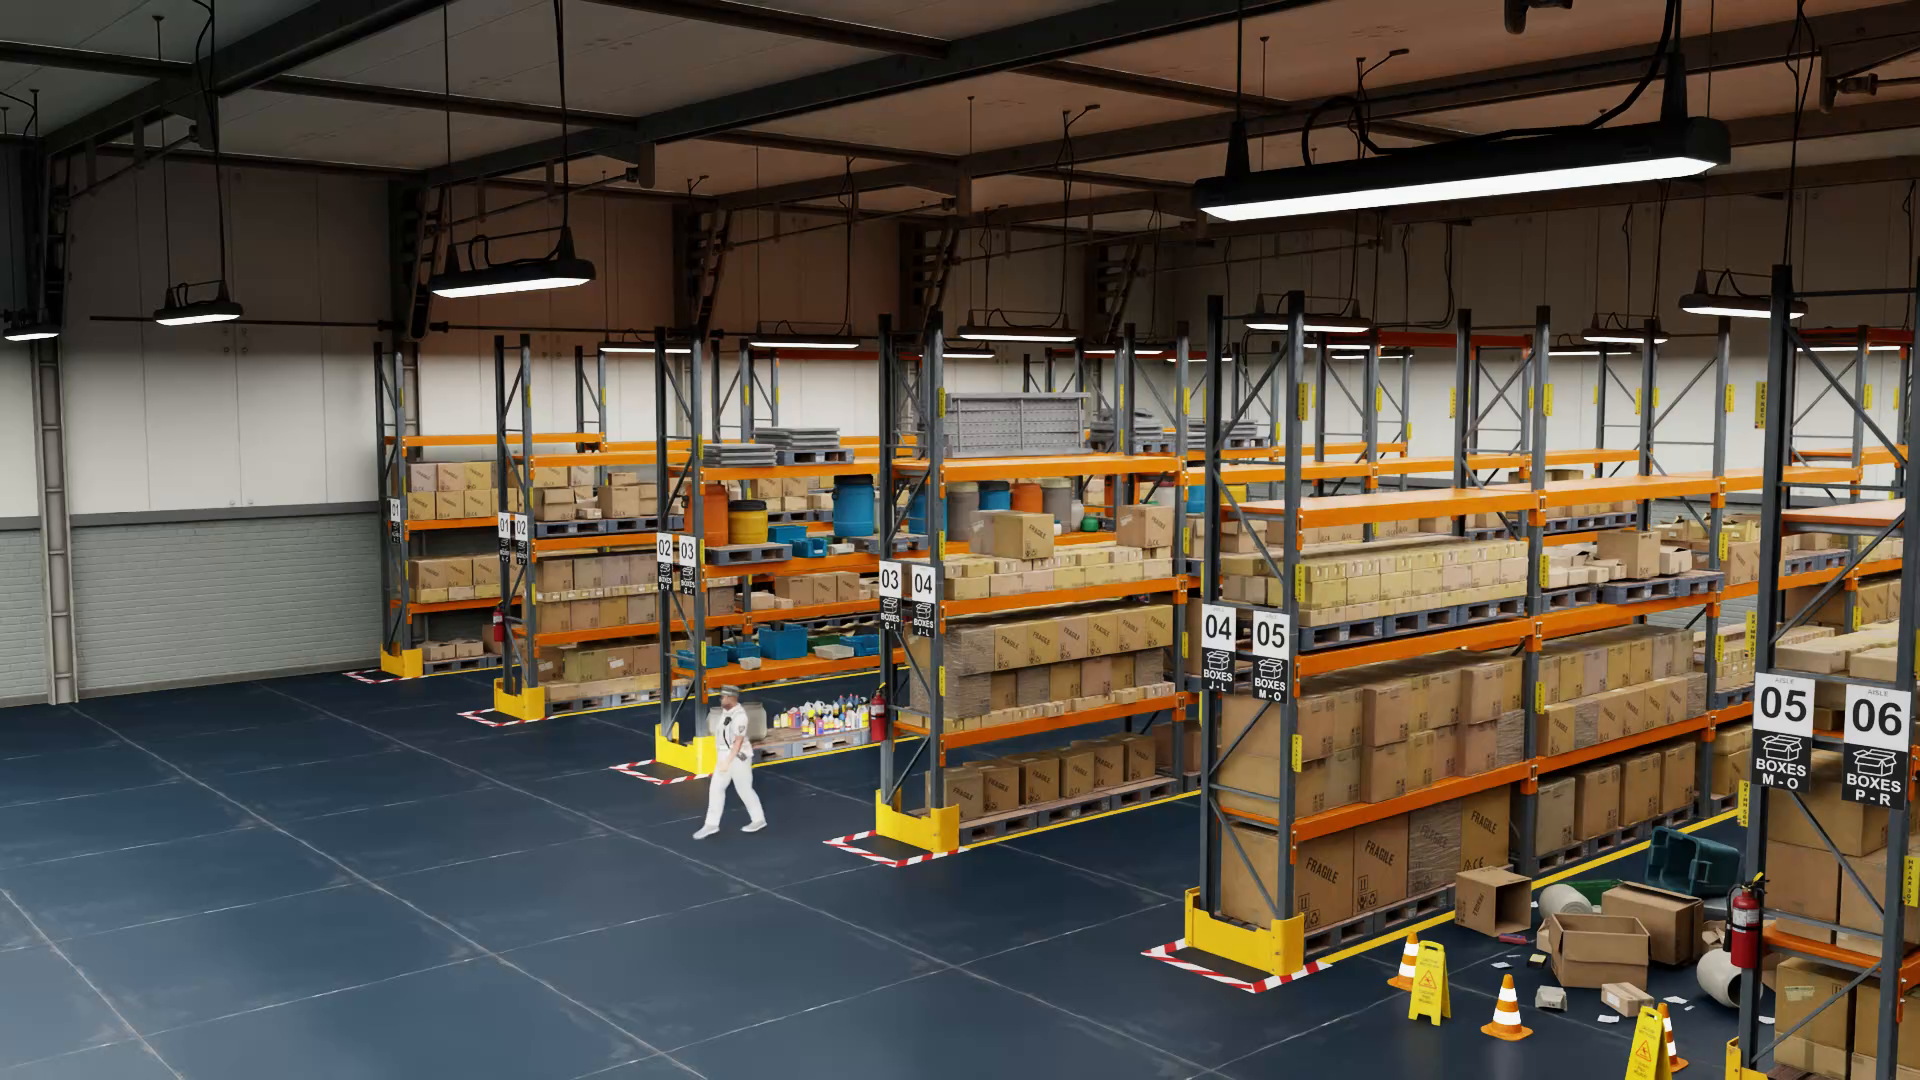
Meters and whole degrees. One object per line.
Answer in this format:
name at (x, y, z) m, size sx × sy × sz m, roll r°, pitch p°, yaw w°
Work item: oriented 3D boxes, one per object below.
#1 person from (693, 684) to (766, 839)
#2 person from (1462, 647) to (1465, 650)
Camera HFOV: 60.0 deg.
person at (-2.688, 2.546, 19.235) m, size 0.871 × 1.758 × 0.567 m, roll -4°, pitch 6°, yaw -36°
person at (6.678, 2.245, 22.532) m, size 1.074 × 1.715 × 0.531 m, roll -4°, pitch 7°, yaw -38°
